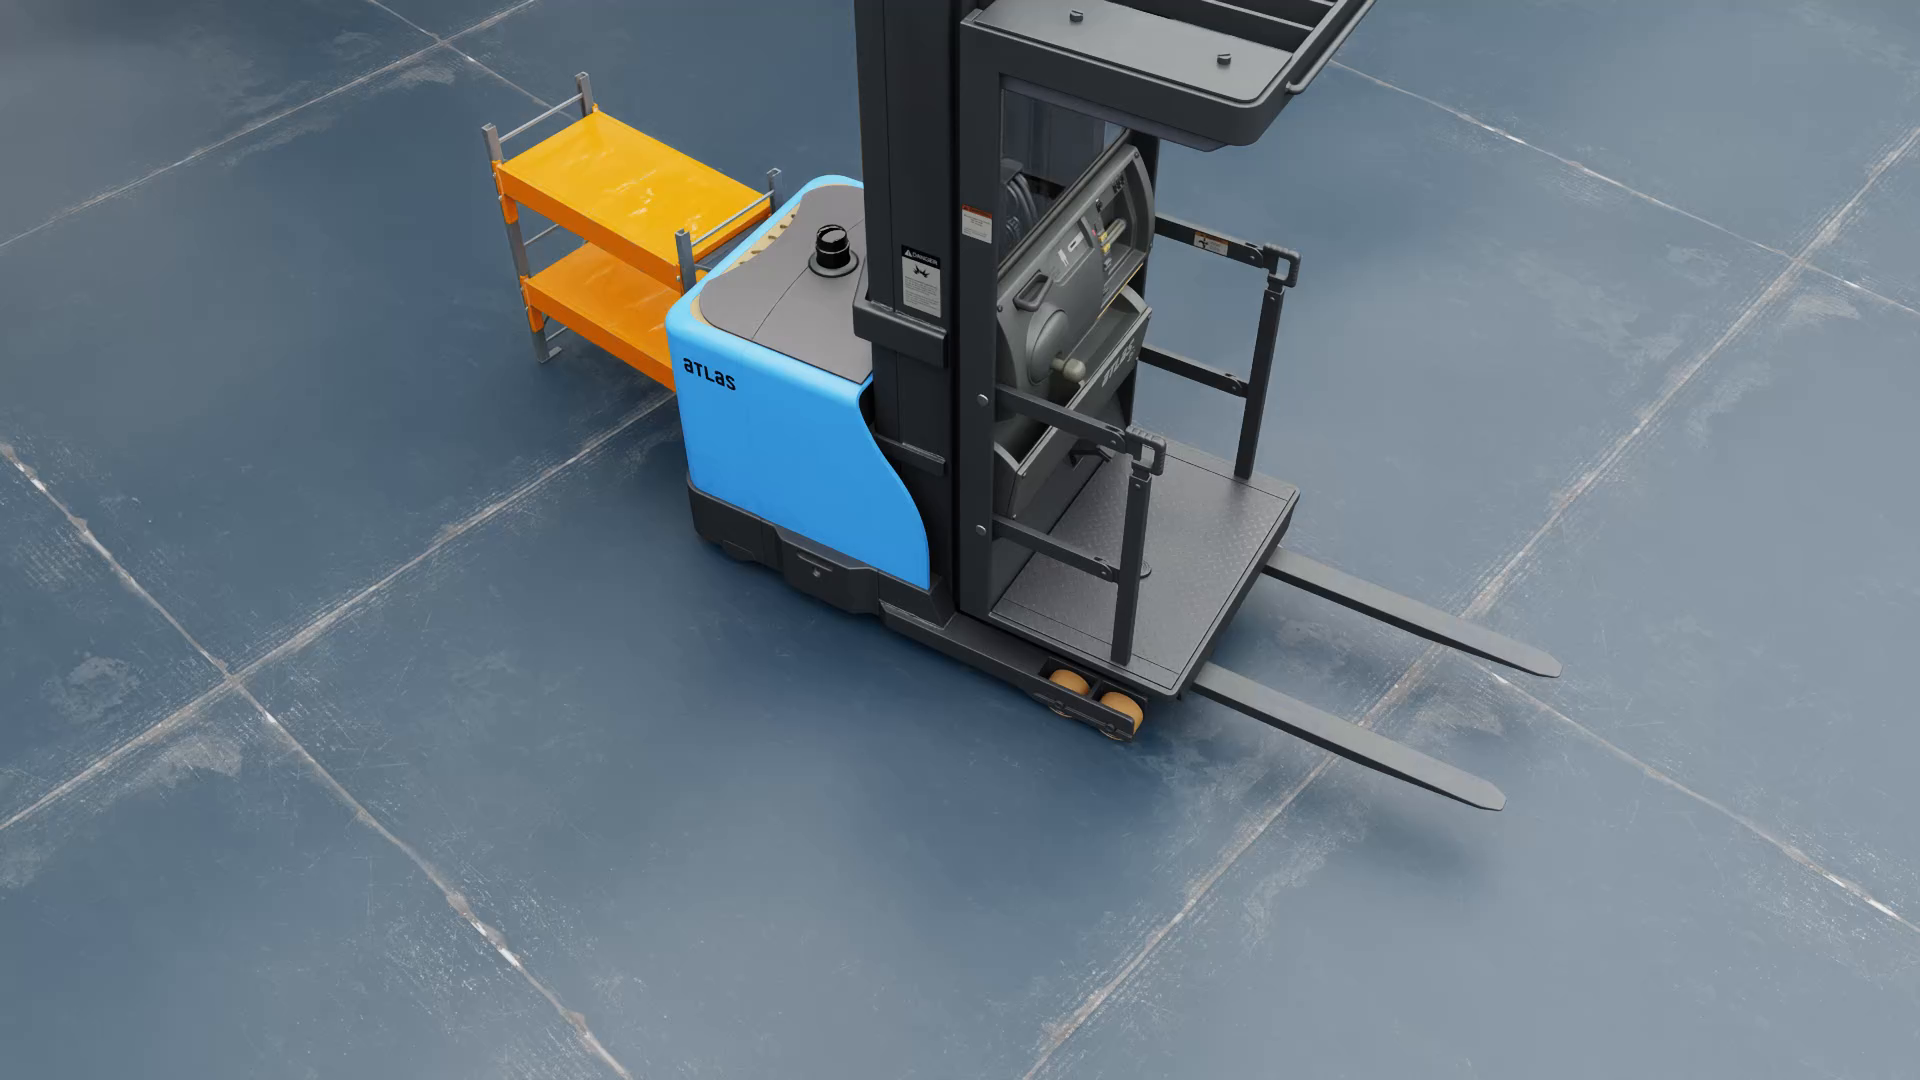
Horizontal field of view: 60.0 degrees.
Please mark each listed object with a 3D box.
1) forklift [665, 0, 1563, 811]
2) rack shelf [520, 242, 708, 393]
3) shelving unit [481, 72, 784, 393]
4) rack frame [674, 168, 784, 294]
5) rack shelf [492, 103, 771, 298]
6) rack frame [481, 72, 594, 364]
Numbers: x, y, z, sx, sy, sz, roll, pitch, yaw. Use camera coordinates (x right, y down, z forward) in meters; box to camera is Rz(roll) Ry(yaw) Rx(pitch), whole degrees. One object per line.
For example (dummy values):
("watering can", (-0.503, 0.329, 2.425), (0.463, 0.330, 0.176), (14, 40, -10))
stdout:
("forklift", (0.538, -0.775, 4.967), (3.031, 2.935, 1.130), (23, 51, 20))
("rack shelf", (-1.203, -0.868, 6.629), (1.000, 0.278, 0.538), (31, 54, 26))
("shelving unit", (-1.203, -1.035, 6.450), (1.048, 1.125, 0.538), (31, 54, 26))
("rack frame", (-0.809, -0.801, 6.230), (0.032, 1.125, 0.500), (31, 54, 26))
("rack shelf", (-1.203, -1.235, 6.237), (1.000, 0.278, 0.538), (31, 54, 26))
("rack frame", (-1.597, -1.269, 6.670), (0.032, 1.125, 0.500), (31, 54, 26))
